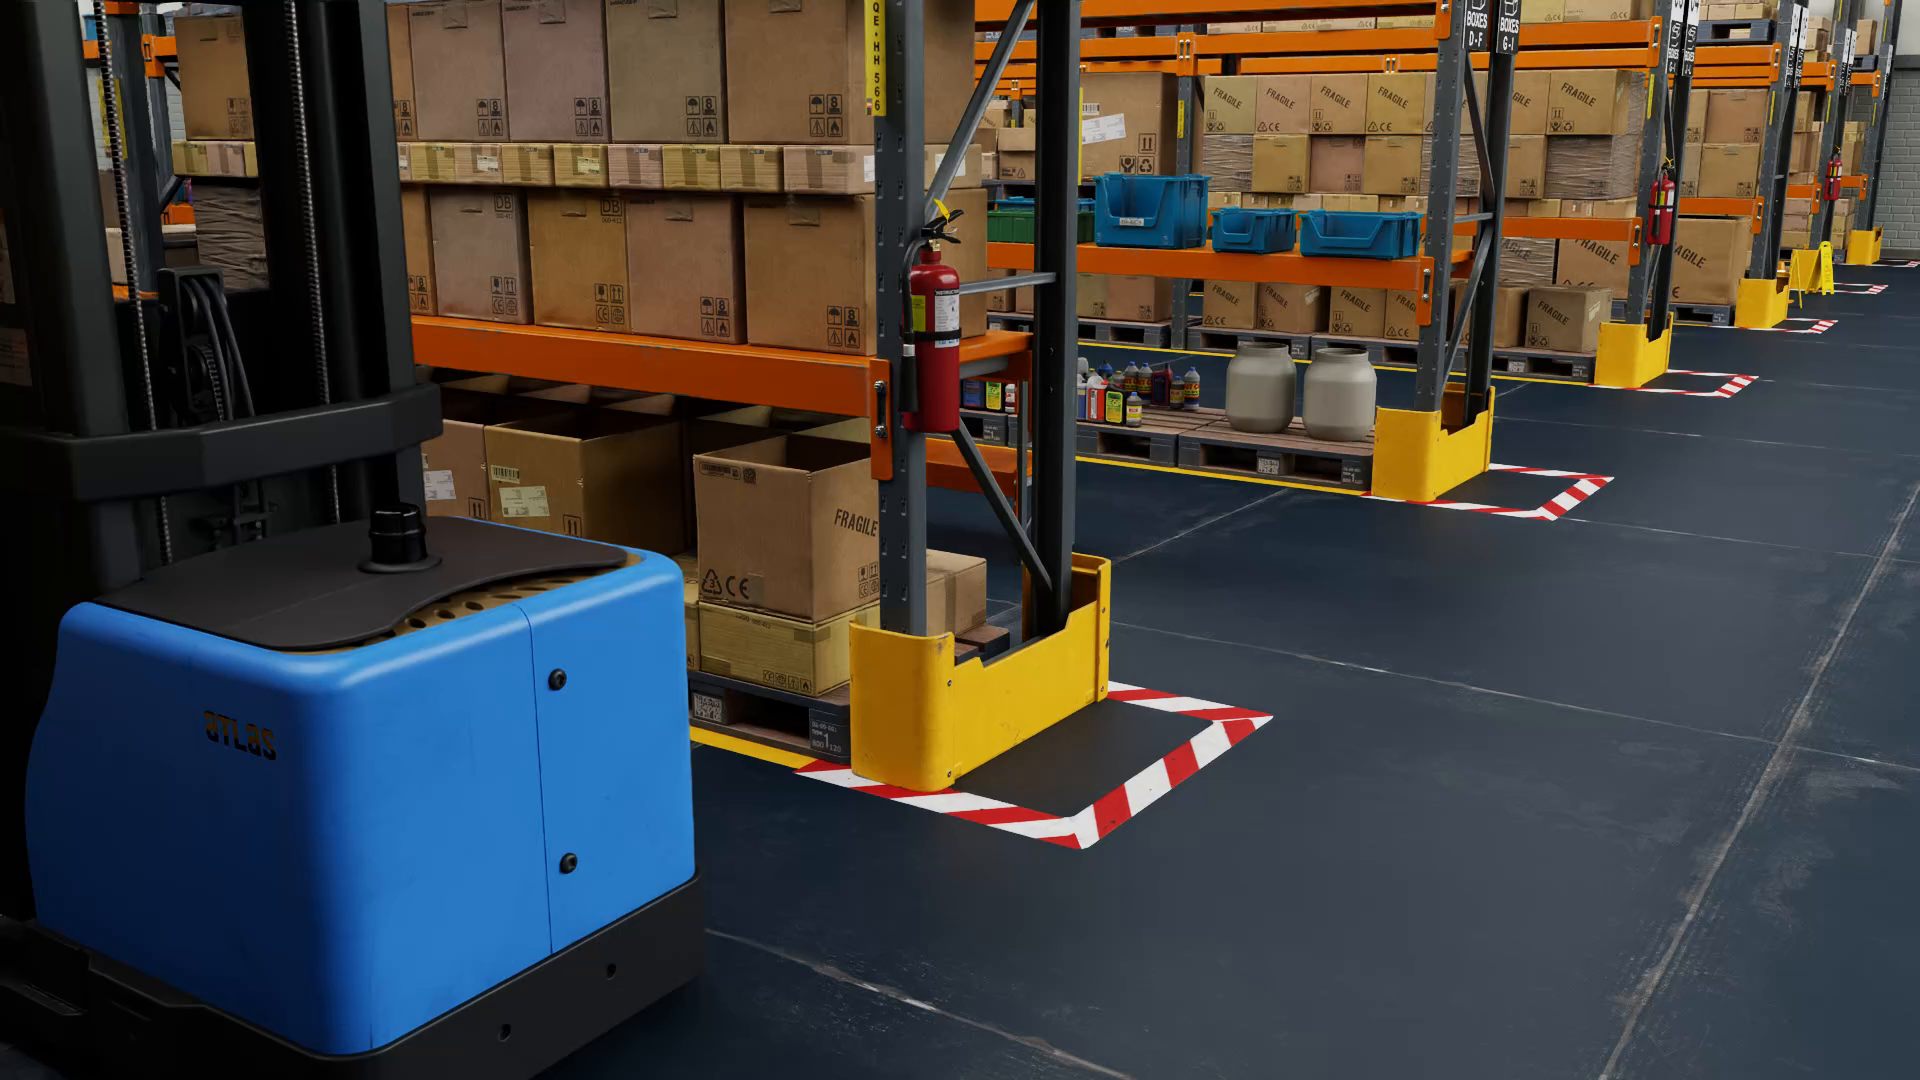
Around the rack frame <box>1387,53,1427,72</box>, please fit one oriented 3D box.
[{"bbox_3d":[5.140,-4.295,19.433,0.127,3.000,1.000,9,17,33],"label":"rack frame"}]

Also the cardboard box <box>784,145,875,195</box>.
[{"bbox_3d":[-0.349,-1.186,5.312,0.250,0.149,0.380,9,16,32],"label":"cardboard box"}]

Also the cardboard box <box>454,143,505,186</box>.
[{"bbox_3d":[-1.637,-1.393,6.151,0.250,0.149,0.380,9,16,32],"label":"cardboard box"}]

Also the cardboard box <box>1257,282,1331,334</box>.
[{"bbox_3d":[3.077,-2.174,15.190,0.500,0.500,0.500,-11,17,-36],"label":"cardboard box"}]

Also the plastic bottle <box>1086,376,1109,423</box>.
[{"bbox_3d":[0.880,-0.886,10.411,0.135,0.276,0.152,9,17,33],"label":"plastic bottle"}]

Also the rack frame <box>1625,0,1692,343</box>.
[{"bbox_3d":[5.607,-2.784,13.326,0.127,3.000,1.000,9,17,33],"label":"rack frame"}]

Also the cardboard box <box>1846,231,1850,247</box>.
[{"bbox_3d":[13.606,-4.724,26.012,0.500,0.250,0.500,9,17,33],"label":"cardboard box"}]

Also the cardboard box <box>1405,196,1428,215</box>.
[{"bbox_3d":[3.952,-2.839,14.072,0.250,0.149,0.380,9,17,33],"label":"cardboard box"}]

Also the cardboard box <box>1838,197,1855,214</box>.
[{"bbox_3d":[13.611,-5.206,25.881,0.500,0.250,0.500,9,16,32],"label":"cardboard box"}]

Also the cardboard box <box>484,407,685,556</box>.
[{"bbox_3d":[-1.374,-0.186,6.119,0.500,0.500,0.500,9,17,33],"label":"cardboard box"}]

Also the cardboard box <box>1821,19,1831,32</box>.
[{"bbox_3d":[10.956,-6.569,21.239,0.250,0.149,0.380,9,17,32],"label":"cardboard box"}]

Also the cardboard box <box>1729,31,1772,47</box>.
[{"bbox_3d":[10.153,-6.373,21.274,0.500,0.250,0.500,9,16,32],"label":"cardboard box"}]

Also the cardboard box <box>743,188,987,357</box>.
[{"bbox_3d":[-0.305,-0.923,5.600,0.500,0.500,0.700,9,17,33],"label":"cardboard box"}]

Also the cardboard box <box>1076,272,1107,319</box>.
[{"bbox_3d":[1.405,-2.475,16.364,0.500,0.500,0.700,9,17,32],"label":"cardboard box"}]

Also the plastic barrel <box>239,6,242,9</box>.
[{"bbox_3d":[-6.244,-5.075,15.073,0.600,0.588,0.600,0,14,0],"label":"plastic barrel"}]

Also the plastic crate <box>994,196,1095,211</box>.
[{"bbox_3d":[0.593,-2.166,11.140,0.616,0.251,0.499,9,17,33],"label":"plastic crate"}]

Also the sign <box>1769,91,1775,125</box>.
[{"bbox_3d":[8.144,-4.330,16.669,0.005,0.325,0.100,9,17,33],"label":"sign"}]

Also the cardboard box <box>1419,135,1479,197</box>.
[{"bbox_3d":[4.293,-3.175,14.078,0.500,0.500,0.875,9,17,33],"label":"cardboard box"}]

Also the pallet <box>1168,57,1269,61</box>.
[{"bbox_3d":[3.314,-5.971,20.353,1.213,0.211,1.003,10,17,35],"label":"pallet"}]

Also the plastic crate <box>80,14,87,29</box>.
[{"bbox_3d":[-8.767,-4.982,16.209,0.530,0.282,0.437,9,17,33],"label":"plastic crate"}]

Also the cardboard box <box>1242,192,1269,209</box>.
[{"bbox_3d":[2.721,-3.045,14.905,0.250,0.149,0.380,9,17,33],"label":"cardboard box"}]

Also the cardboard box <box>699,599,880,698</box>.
[{"bbox_3d":[-0.535,0.309,5.681,0.500,0.250,0.500,9,17,33],"label":"cardboard box"}]

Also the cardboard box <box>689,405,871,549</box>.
[{"bbox_3d":[-0.662,-0.225,6.278,0.500,0.500,0.500,9,17,33],"label":"cardboard box"}]

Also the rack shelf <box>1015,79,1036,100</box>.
[{"bbox_3d":[2.840,-7.208,26.451,4.000,0.370,1.077,9,17,33],"label":"rack shelf"}]

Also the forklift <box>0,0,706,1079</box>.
[{"bbox_3d":[-2.118,-0.443,4.015,3.031,2.935,1.130,9,16,32],"label":"forklift"}]

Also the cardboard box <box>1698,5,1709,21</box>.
[{"bbox_3d":[7.571,-5.391,17.056,0.250,0.149,0.380,9,17,34],"label":"cardboard box"}]

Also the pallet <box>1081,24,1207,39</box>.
[{"bbox_3d":[1.835,-4.789,15.575,1.003,0.211,1.213,9,17,33],"label":"pallet"}]

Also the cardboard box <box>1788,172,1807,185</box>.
[{"bbox_3d":[10.708,-4.645,21.368,0.250,0.149,0.380,10,17,35],"label":"cardboard box"}]

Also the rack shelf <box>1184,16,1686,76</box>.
[{"bbox_3d":[3.947,-4.159,14.135,4.000,0.370,1.077,9,17,33],"label":"rack shelf"}]

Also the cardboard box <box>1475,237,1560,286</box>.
[{"bbox_3d":[6.372,-3.250,18.756,0.875,0.875,0.875,9,17,33],"label":"cardboard box"}]

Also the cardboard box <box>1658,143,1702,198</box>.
[{"bbox_3d":[7.657,-3.942,17.693,0.550,0.550,0.875,9,17,33],"label":"cardboard box"}]

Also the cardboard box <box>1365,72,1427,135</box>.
[{"bbox_3d":[3.770,-3.689,14.073,0.500,0.500,0.500,9,17,33],"label":"cardboard box"}]

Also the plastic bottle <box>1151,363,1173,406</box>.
[{"bbox_3d":[1.334,-1.030,10.980,0.133,0.283,0.061,10,17,34],"label":"plastic bottle"}]

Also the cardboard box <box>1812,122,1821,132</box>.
[{"bbox_3d":[13.035,-6.320,25.435,0.250,0.149,0.380,10,17,34],"label":"cardboard box"}]

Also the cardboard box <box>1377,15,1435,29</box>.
[{"bbox_3d":[3.808,-4.384,13.861,0.500,0.250,0.500,9,16,32],"label":"cardboard box"}]

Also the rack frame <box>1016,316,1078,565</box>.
[{"bbox_3d":[0.416,-0.479,7.916,0.032,1.125,0.500,9,17,33],"label":"rack frame"}]

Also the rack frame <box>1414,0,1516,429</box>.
[{"bbox_3d":[2.842,-1.796,9.336,0.127,3.000,1.000,9,17,33],"label":"rack frame"}]

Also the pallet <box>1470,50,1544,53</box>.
[{"bbox_3d":[5.813,-5.597,18.632,1.213,0.211,1.003,9,17,33],"label":"pallet"}]

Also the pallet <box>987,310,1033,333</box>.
[{"bbox_3d":[0.624,-2.234,16.909,1.213,0.211,1.003,9,17,33],"label":"pallet"}]

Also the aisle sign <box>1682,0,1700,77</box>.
[{"bbox_3d":[5.825,-4.097,13.221,0.004,0.787,0.394,9,17,33],"label":"aisle sign"}]

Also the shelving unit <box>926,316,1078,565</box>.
[{"bbox_3d":[-0.006,-0.547,8.192,1.048,1.125,0.538,9,17,33],"label":"shelving unit"}]

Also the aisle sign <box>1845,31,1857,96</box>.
[{"bbox_3d":[11.362,-6.075,21.212,0.004,0.787,0.394,9,17,33],"label":"aisle sign"}]

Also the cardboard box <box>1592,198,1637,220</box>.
[{"bbox_3d":[5.255,-2.659,13.344,0.250,0.149,0.380,9,17,33],"label":"cardboard box"}]

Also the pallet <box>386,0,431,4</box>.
[{"bbox_3d":[-4.376,-4.355,13.826,1.213,0.211,1.003,9,17,33],"label":"pallet"}]

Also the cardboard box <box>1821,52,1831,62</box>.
[{"bbox_3d":[11.043,-6.203,21.419,0.250,0.149,0.380,9,17,33],"label":"cardboard box"}]

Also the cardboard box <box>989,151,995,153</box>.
[{"bbox_3d":[0.503,-3.825,16.940,0.258,0.266,0.396,9,16,31],"label":"cardboard box"}]

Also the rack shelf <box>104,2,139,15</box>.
[{"bbox_3d":[-1.585,-2.184,6.158,4.000,0.370,1.077,9,17,33],"label":"rack shelf"}]

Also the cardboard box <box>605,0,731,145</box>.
[{"bbox_3d":[-0.789,-1.629,5.753,0.500,0.500,0.700,9,16,31],"label":"cardboard box"}]

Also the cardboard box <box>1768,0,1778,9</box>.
[{"bbox_3d":[8.201,-5.655,17.294,0.500,0.250,0.500,9,17,33],"label":"cardboard box"}]

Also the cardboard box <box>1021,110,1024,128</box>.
[{"bbox_3d":[0.920,-7.015,28.130,0.500,0.500,0.500,9,17,33],"label":"cardboard box"}]

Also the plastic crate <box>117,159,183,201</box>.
[{"bbox_3d":[-7.693,-3.421,15.810,0.575,0.384,0.392,9,17,33],"label":"plastic crate"}]

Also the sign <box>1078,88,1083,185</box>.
[{"bbox_3d":[0.389,-1.377,5.679,0.005,0.325,0.100,9,17,33],"label":"sign"}]

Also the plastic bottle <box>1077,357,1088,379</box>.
[{"bbox_3d":[0.778,-1.103,11.291,0.135,0.276,0.152,10,17,34],"label":"plastic bottle"}]

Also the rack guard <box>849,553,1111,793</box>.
[{"bbox_3d":[0.095,0.408,5.636,0.348,0.500,1.175,9,17,33],"label":"rack guard"}]

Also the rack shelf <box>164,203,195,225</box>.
[{"bbox_3d":[-5.455,-2.788,14.840,4.000,0.370,1.077,9,17,33],"label":"rack shelf"}]
